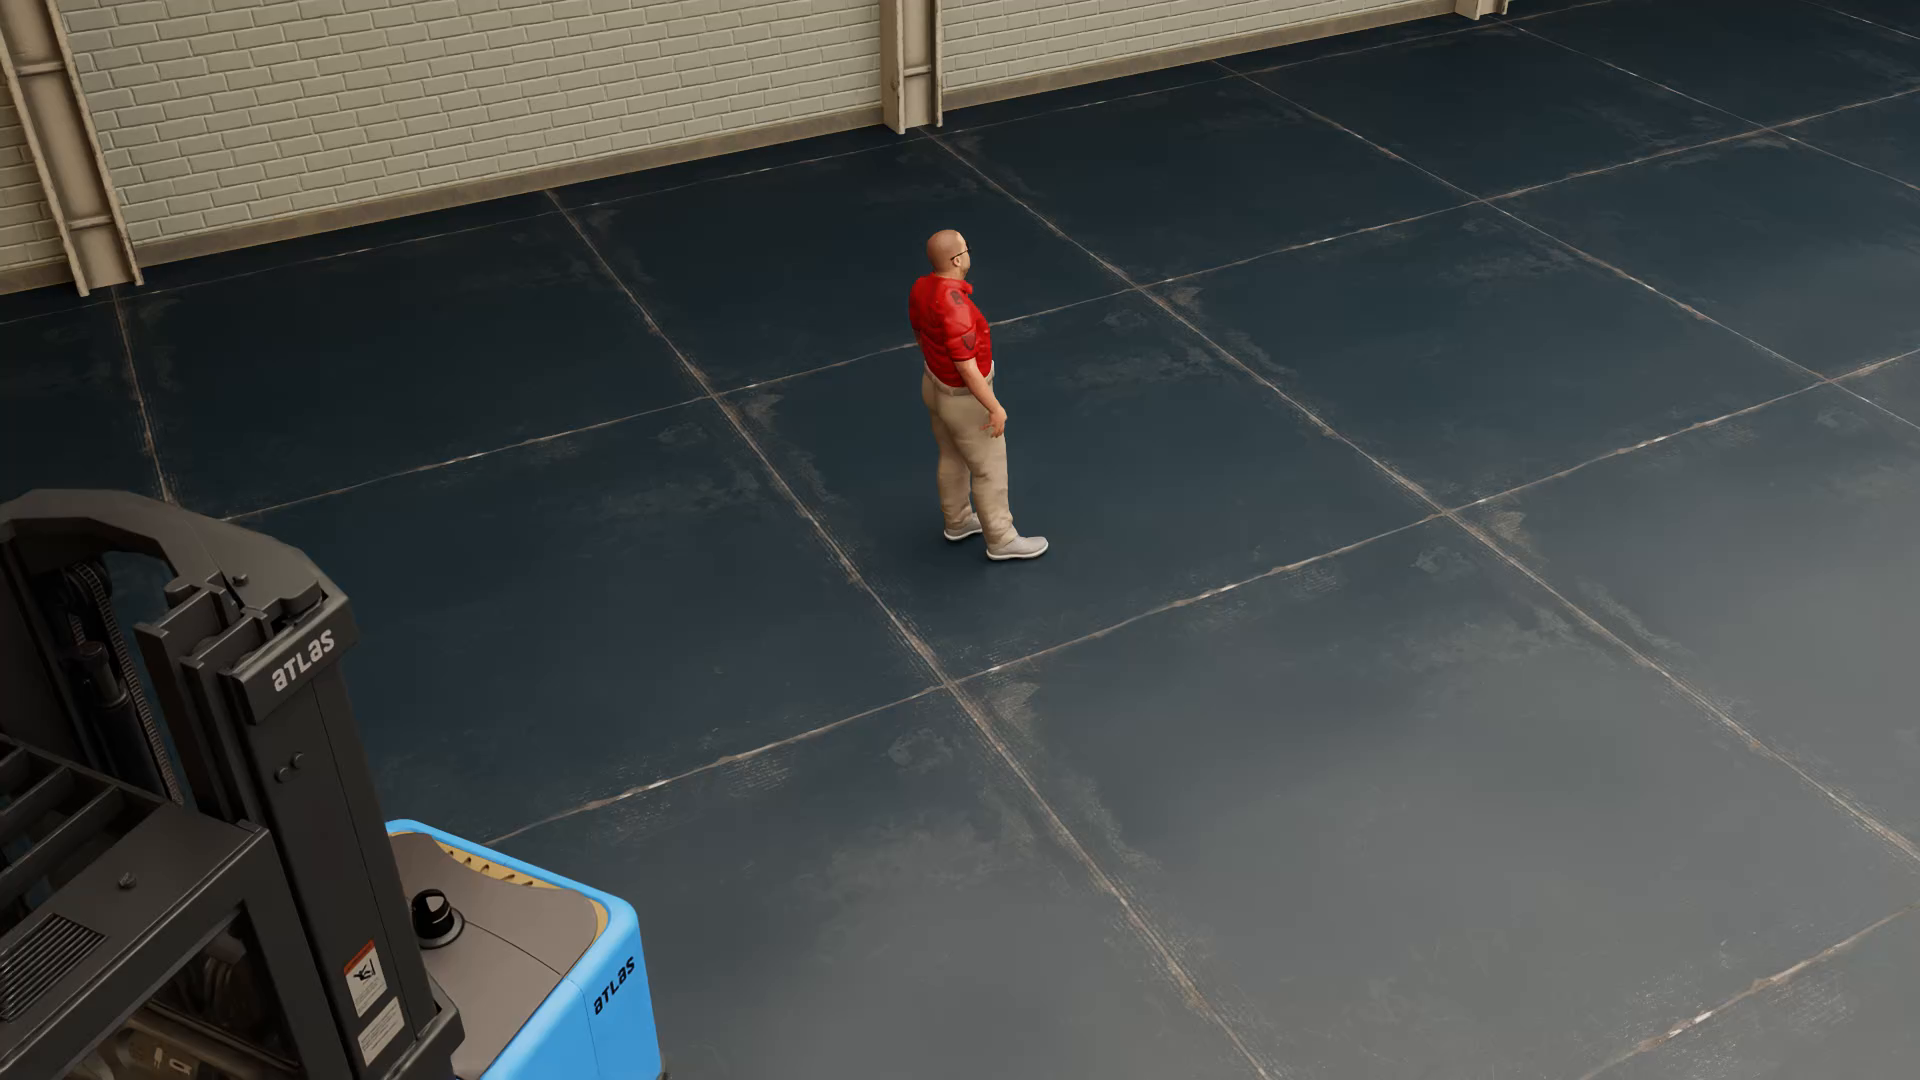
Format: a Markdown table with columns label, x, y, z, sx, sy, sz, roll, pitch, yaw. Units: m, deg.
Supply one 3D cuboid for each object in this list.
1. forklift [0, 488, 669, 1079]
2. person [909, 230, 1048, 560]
| label | x | y | z | sx | sy | sz | roll | pitch | yaw |
| --- | --- | --- | --- | --- | --- | --- | --- | --- | --- |
| forklift | -2.069 | 1.474 | 4.037 | 1.130 | 2.935 | 3.031 | 15 | 38 | 20 |
| person | 0.085 | -0.730 | 8.185 | 0.551 | 1.727 | 0.640 | -17 | 39 | -23 |
